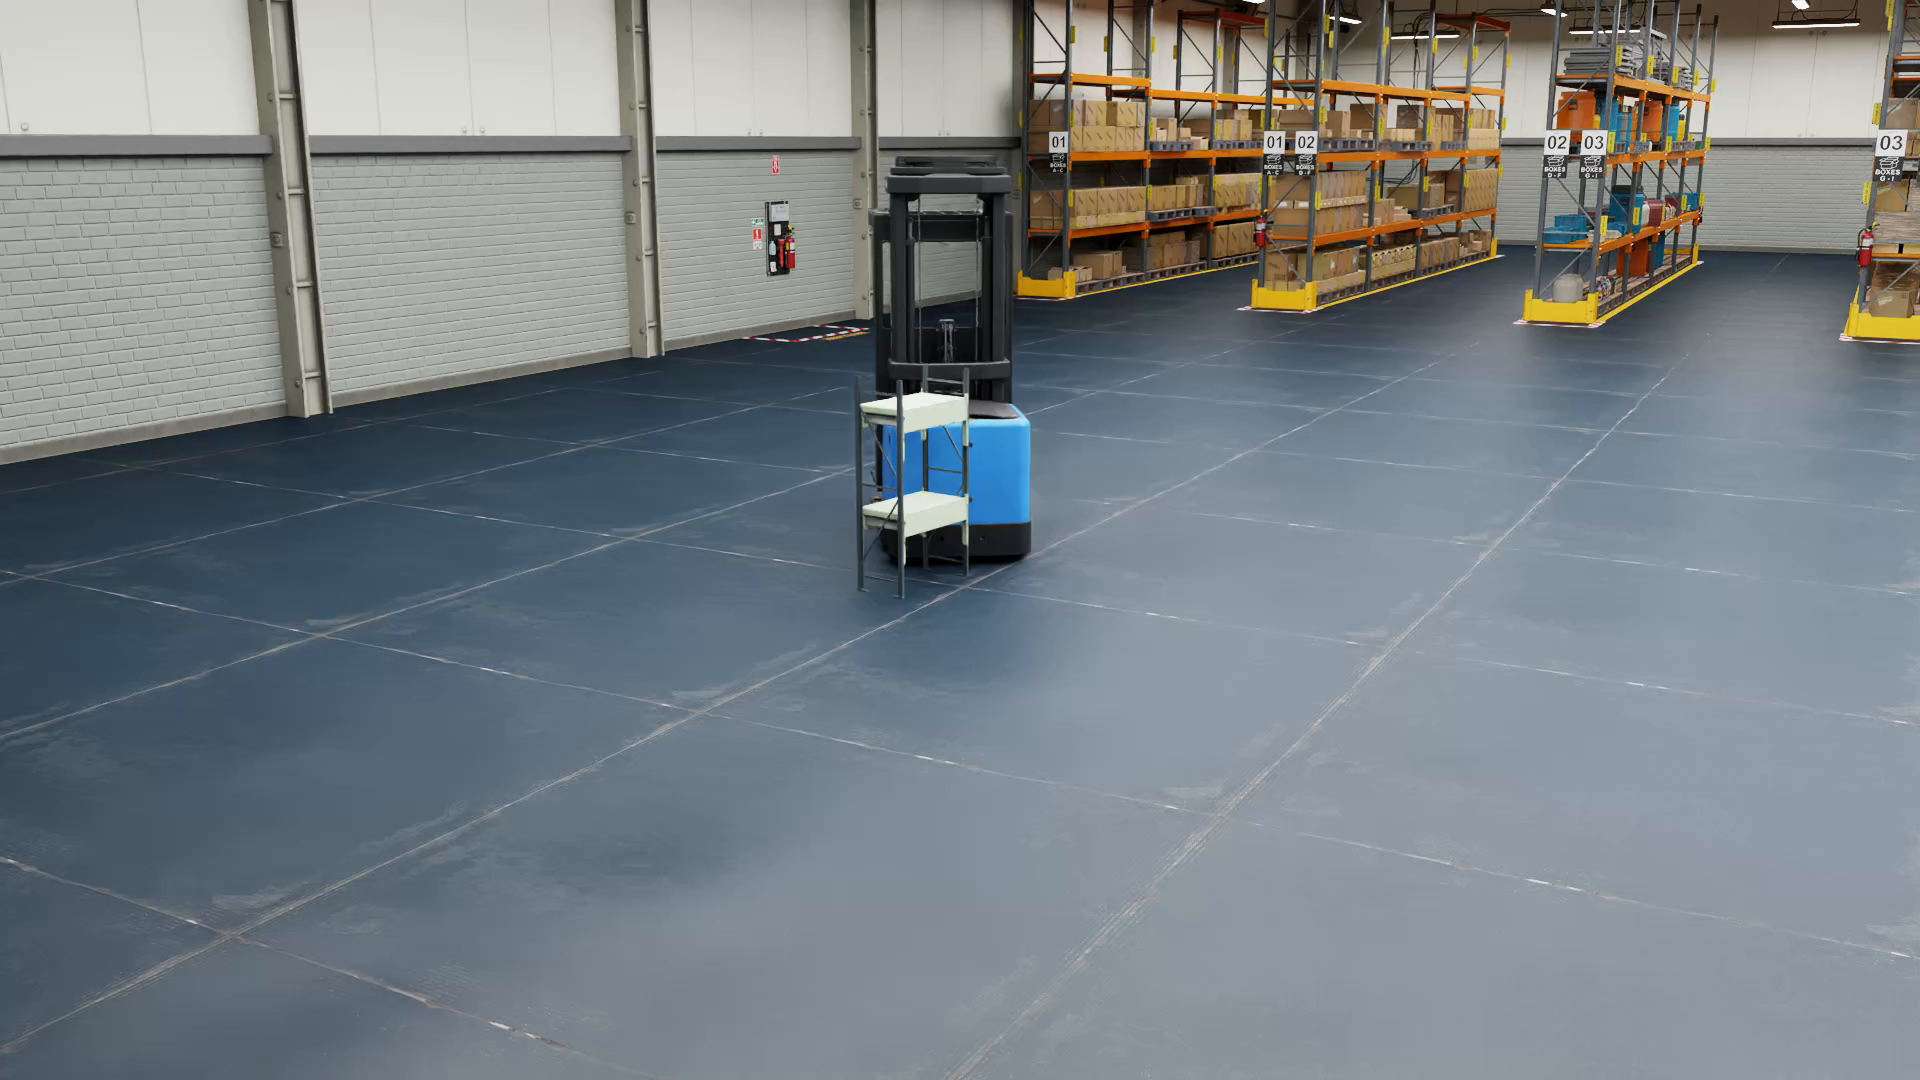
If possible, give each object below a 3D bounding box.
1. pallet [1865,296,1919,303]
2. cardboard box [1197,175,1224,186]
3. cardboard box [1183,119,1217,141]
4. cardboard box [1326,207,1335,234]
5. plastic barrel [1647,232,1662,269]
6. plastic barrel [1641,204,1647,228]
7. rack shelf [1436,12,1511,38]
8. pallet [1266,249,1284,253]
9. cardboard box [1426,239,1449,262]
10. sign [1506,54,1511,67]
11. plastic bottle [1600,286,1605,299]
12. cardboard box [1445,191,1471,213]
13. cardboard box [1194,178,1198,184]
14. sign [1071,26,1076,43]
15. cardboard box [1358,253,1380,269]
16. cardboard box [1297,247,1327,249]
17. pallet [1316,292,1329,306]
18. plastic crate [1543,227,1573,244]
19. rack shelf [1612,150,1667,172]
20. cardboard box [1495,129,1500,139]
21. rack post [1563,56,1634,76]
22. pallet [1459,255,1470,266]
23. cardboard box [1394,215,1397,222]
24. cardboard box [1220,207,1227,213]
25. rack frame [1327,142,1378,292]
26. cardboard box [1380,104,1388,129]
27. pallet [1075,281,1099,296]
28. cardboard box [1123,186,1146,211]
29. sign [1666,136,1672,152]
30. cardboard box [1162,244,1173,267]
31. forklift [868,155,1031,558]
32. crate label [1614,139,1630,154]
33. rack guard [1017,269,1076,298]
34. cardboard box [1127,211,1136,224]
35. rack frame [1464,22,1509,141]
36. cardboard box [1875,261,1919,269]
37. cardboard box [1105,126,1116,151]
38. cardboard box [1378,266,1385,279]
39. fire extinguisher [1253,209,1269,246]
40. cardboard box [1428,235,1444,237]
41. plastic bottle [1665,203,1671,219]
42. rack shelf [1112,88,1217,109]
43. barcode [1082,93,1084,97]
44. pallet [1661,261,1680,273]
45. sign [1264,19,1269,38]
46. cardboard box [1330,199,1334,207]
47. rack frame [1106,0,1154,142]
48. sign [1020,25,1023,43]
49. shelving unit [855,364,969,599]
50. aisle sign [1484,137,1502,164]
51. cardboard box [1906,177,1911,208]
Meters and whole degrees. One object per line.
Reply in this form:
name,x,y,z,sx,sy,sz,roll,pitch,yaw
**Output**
pallet,17.010,-4.290,30.379,1.003,0.211,1.213,7,15,28
cardboard box,6.019,-8.628,39.930,0.500,0.250,0.500,8,16,29
cardboard box,5.740,-9.815,39.794,0.700,0.500,0.500,6,15,24
cardboard box,6.762,-6.141,31.892,0.700,0.500,0.500,7,15,28
plastic barrel,15.546,-6.618,37.664,0.600,0.901,0.708,7,15,28
plastic barrel,13.719,-6.601,33.773,0.421,0.512,0.421,0,14,0
rack shelf,12.799,-12.843,41.550,1.077,0.370,4.000,7,15,28
pallet,7.930,-7.603,44.118,1.003,0.211,1.213,7,15,28
cardboard box,11.355,-6.912,39.699,0.500,0.500,0.500,8,16,29
sign,14.242,-12.452,43.151,0.100,0.325,0.005,7,15,28
plastic bottle,11.680,-4.521,30.269,0.097,0.271,0.097,0,14,0
cardboard box,12.317,-8.373,41.150,0.500,0.500,0.500,8,16,30
cardboard box,5.419,-8.494,39.330,0.380,0.149,0.250,5,15,21
sign,2.168,-9.697,31.892,0.100,0.325,0.005,7,15,28
cardboard box,8.382,-5.806,34.490,0.500,0.311,0.500,7,15,28
cardboard box,6.983,-5.576,33.134,0.500,0.500,0.500,7,15,28
pallet,6.364,-4.595,31.641,1.003,0.211,1.213,7,15,28
plastic crate,10.345,-5.291,28.897,0.499,0.251,0.616,7,15,28
rack shelf,13.266,-7.566,33.152,1.077,0.370,4.000,7,15,28
cardboard box,13.740,-10.565,43.310,0.500,0.250,0.500,7,15,28
rack post,10.842,-8.041,28.252,0.937,0.300,0.954,9,16,34
pallet,12.165,-7.036,41.767,1.003,0.211,1.213,7,15,28
cardboard box,9.331,-7.040,36.370,0.380,0.149,0.250,9,16,32
cardboard box,6.254,-8.015,40.372,0.380,0.149,0.250,8,16,30
rack frame,7.965,-6.609,34.048,1.000,3.000,0.127,7,15,28
cardboard box,8.552,-8.805,34.579,0.500,0.500,0.500,9,16,33
pallet,2.153,-5.172,34.035,1.003,0.211,1.213,7,15,28
cardboard box,3.668,-7.339,35.752,0.500,0.500,0.500,7,15,28
sign,14.717,-8.214,34.529,0.100,0.325,0.005,7,15,28
cardboard box,4.455,-6.533,38.127,0.700,0.500,0.500,8,15,29
forklift,-0.160,-1.587,13.361,1.130,2.935,3.031,-2,14,-7
crate label,11.559,-6.959,29.416,0.502,0.251,0.408,7,15,28
rack guard,1.729,-5.149,33.326,1.175,0.500,0.348,7,15,28
cardboard box,3.415,-6.874,35.422,0.500,0.250,0.500,7,15,28
rack frame,13.766,-11.988,43.557,1.000,3.000,0.127,7,15,28
cardboard box,18.262,-5.166,32.455,0.700,0.500,0.500,6,15,25
cardboard box,2.852,-8.231,34.120,0.500,0.500,0.500,8,16,31
cardboard box,8.625,-5.636,34.982,0.500,0.250,0.500,8,16,29
fire extinguisher,5.567,-5.779,30.771,0.296,0.674,0.183,7,15,28
cardboard box,11.859,-7.398,41.716,0.500,0.500,0.500,7,15,28
plastic bottle,15.919,-7.401,37.437,0.144,0.351,0.185,7,15,28
rack shelf,4.593,-9.952,37.503,1.077,0.370,4.000,7,15,28
barcode,2.578,-9.315,34.818,0.001,0.075,0.075,7,15,28
pallet,16.488,-6.488,39.496,1.003,0.211,1.213,7,15,28
sign,5.563,-9.262,30.089,0.100,0.325,0.005,7,15,28
cardboard box,6.907,-6.421,31.668,0.380,0.149,0.250,7,15,26
rack frame,3.626,-10.086,35.670,1.000,3.000,0.127,7,15,28
sign,1.217,-9.864,32.416,0.100,0.325,0.005,7,15,28
shelving unit,-0.324,-0.424,11.592,0.431,1.500,0.755,10,17,36
aisle sign,14.067,-10.314,43.869,0.394,0.787,0.004,7,15,28
cardboard box,15.930,-5.734,27.438,0.500,0.500,0.500,7,15,28
